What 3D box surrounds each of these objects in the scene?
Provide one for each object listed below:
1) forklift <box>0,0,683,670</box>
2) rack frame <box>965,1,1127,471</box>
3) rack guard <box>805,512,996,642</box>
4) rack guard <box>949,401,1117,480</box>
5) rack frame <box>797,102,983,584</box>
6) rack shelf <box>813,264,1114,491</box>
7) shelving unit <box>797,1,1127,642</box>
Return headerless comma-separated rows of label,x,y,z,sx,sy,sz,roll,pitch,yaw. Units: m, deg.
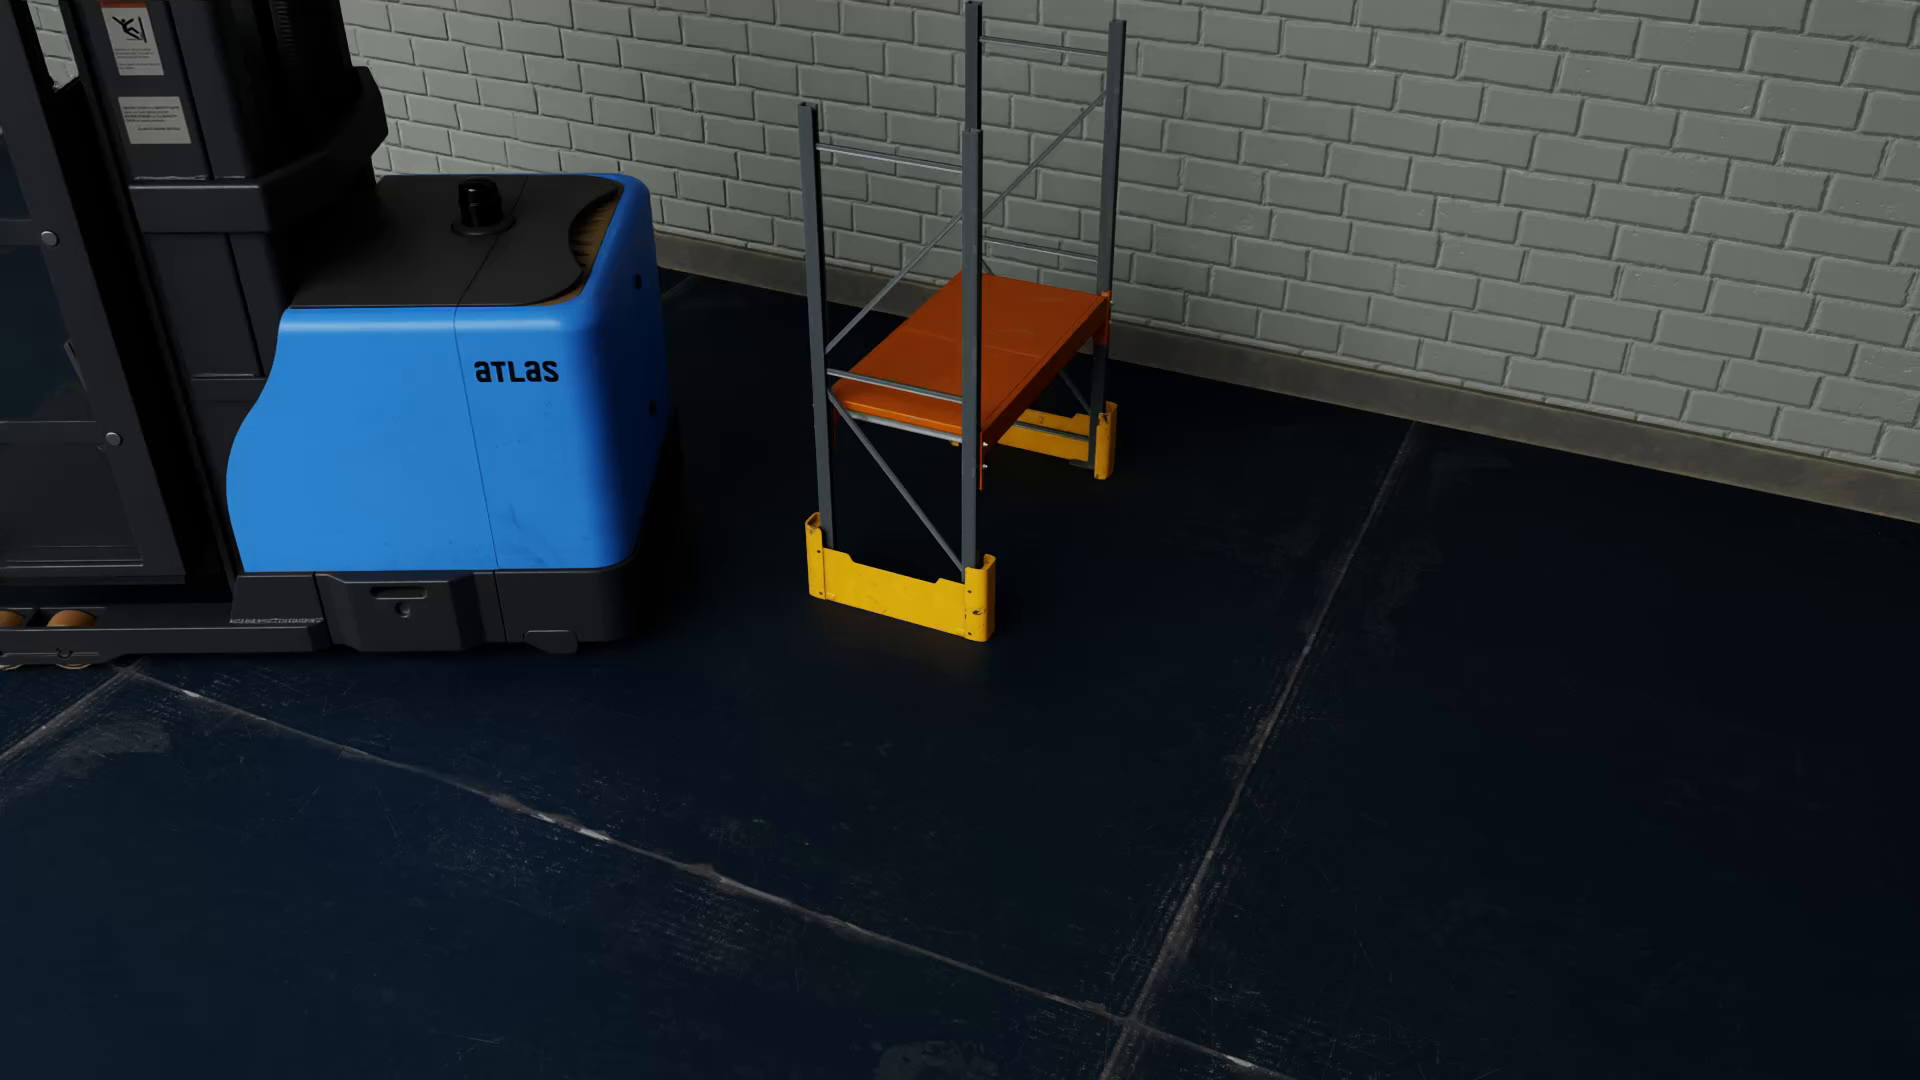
forklift,-2.419,-1.152,4.335,3.031,2.935,1.130,-1,33,-1
rack frame,0.248,-0.923,5.290,0.500,1.500,0.032,14,36,20
rack guard,-0.176,0.106,4.861,0.587,0.250,0.087,14,36,20
rack guard,0.240,-0.391,5.618,0.587,0.250,0.087,14,36,20
rack frame,-0.177,-0.417,4.517,0.500,1.500,0.032,14,36,20
rack shelf,0.036,-0.519,5.002,0.538,0.185,1.000,14,36,20
shelving unit,0.032,-0.665,4.897,0.587,1.500,1.083,14,36,20
